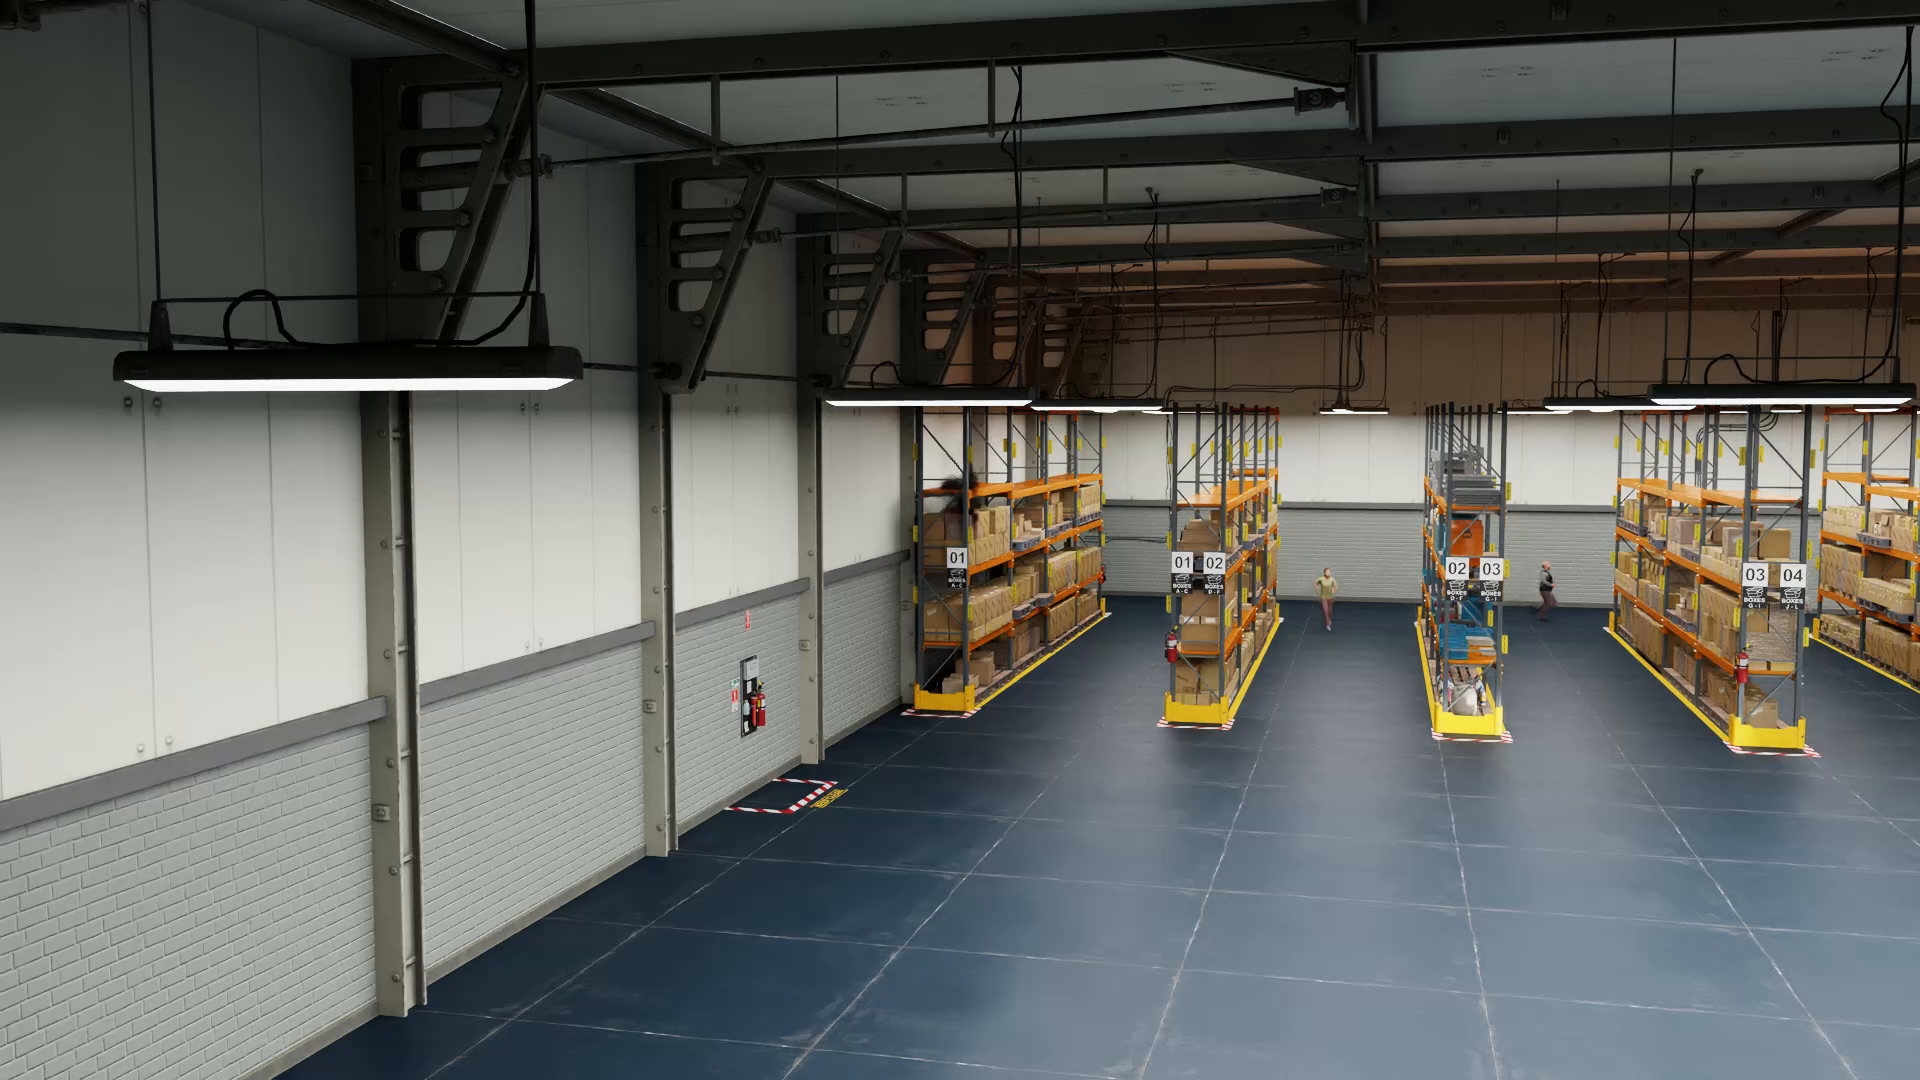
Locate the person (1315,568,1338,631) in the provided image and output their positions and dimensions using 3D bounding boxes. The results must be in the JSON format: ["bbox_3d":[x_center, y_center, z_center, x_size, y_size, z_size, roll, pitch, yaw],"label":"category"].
[{"bbox_3d":[9.899,1.583,44.956,0.598,1.670,0.884,0,4,3],"label":"person"}]

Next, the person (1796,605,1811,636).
[{"bbox_3d":[20.441,1.910,40.544,0.551,1.637,0.557,1,4,15],"label":"person"}]

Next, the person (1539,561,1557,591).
[{"bbox_3d":[16.465,1.025,46.557,0.493,0.852,0.719,2,5,23],"label":"person"}]
